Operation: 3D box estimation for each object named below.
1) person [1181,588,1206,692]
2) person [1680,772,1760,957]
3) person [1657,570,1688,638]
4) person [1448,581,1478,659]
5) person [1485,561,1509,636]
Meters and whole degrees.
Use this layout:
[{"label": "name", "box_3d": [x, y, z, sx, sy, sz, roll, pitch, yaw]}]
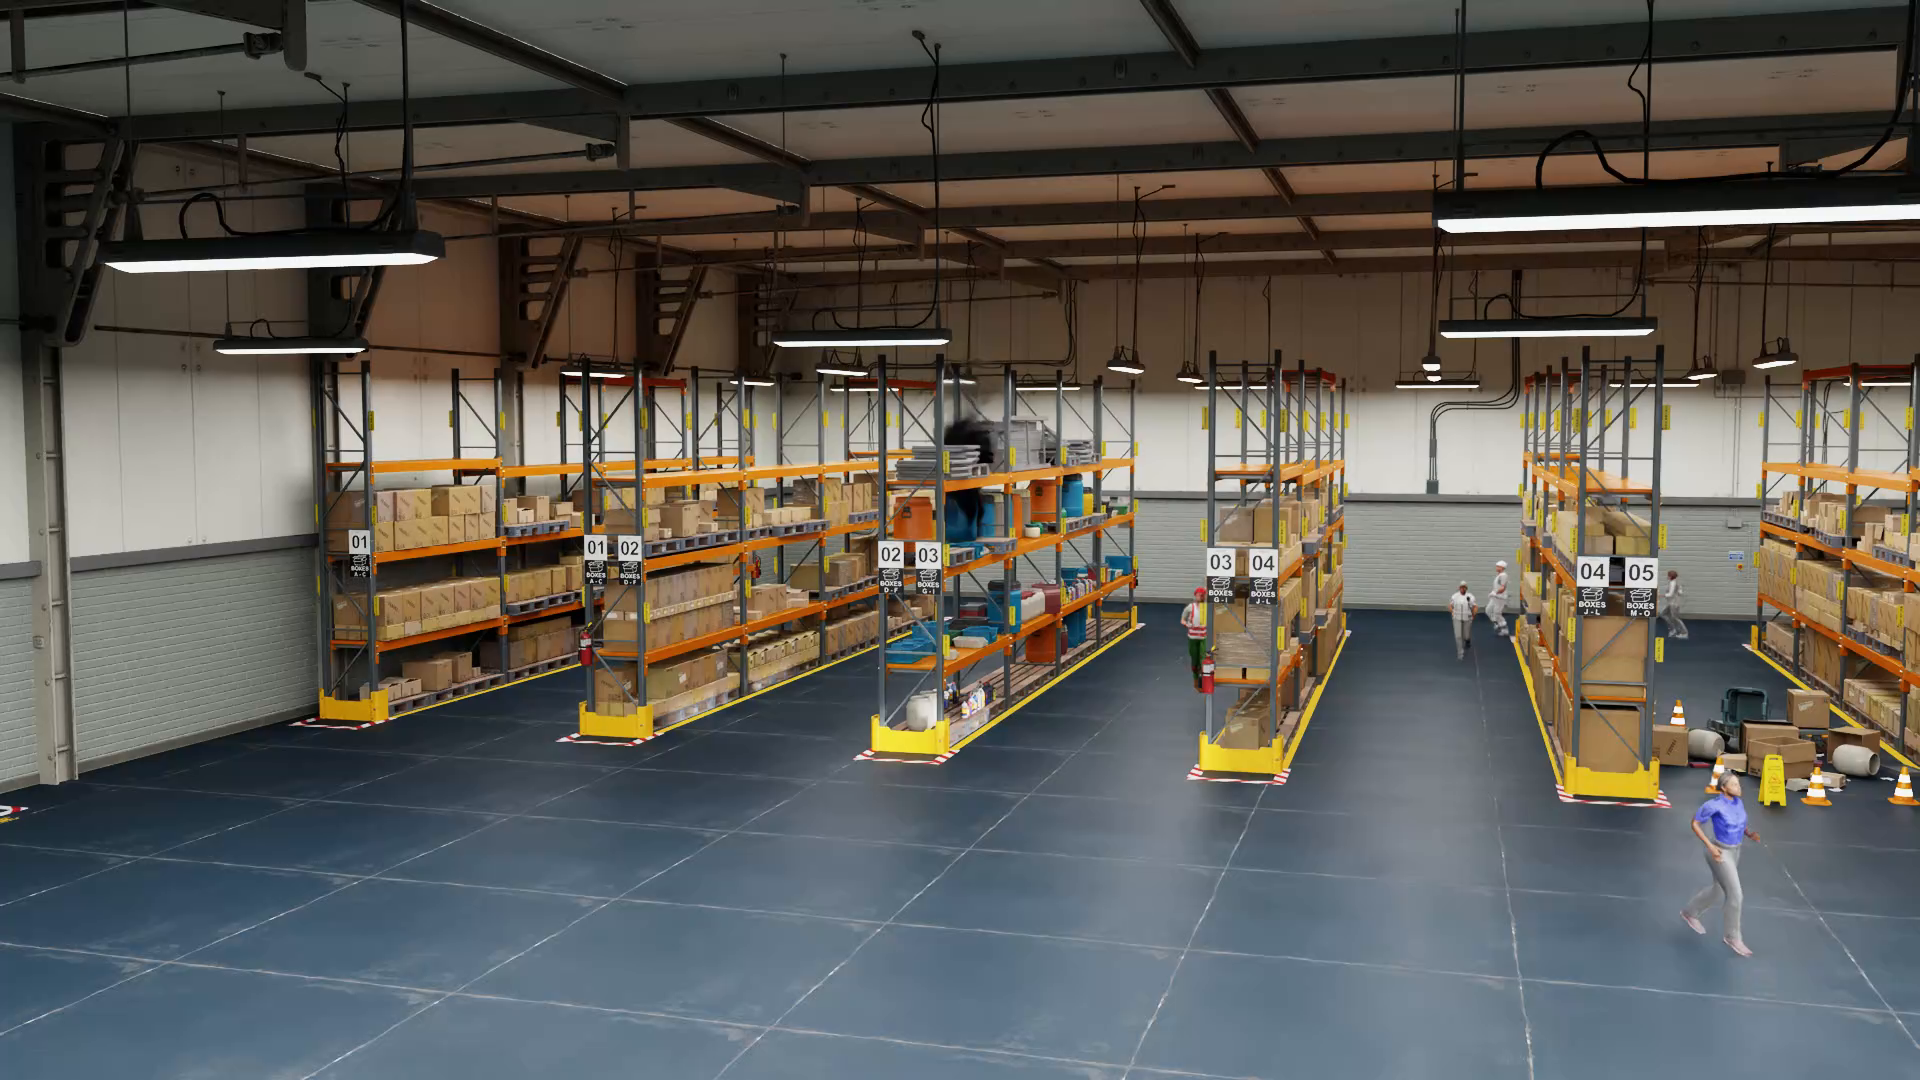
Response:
[{"label": "person", "box_3d": [4.172, 1.737, 28.952, 0.661, 1.823, 0.943, 1, 4, 9]}, {"label": "person", "box_3d": [7.253, 3.041, 15.878, 0.569, 1.698, 0.786, -3, 5, -37]}, {"label": "person", "box_3d": [16.350, 1.482, 38.188, 0.731, 1.564, 0.500, 1, 4, 17]}, {"label": "person", "box_3d": [10.647, 1.688, 35.234, 0.608, 1.638, 0.646, 2, 4, 21]}, {"label": "person", "box_3d": [12.529, 1.374, 38.732, 0.543, 1.792, 0.709, 1, 4, 11]}]
